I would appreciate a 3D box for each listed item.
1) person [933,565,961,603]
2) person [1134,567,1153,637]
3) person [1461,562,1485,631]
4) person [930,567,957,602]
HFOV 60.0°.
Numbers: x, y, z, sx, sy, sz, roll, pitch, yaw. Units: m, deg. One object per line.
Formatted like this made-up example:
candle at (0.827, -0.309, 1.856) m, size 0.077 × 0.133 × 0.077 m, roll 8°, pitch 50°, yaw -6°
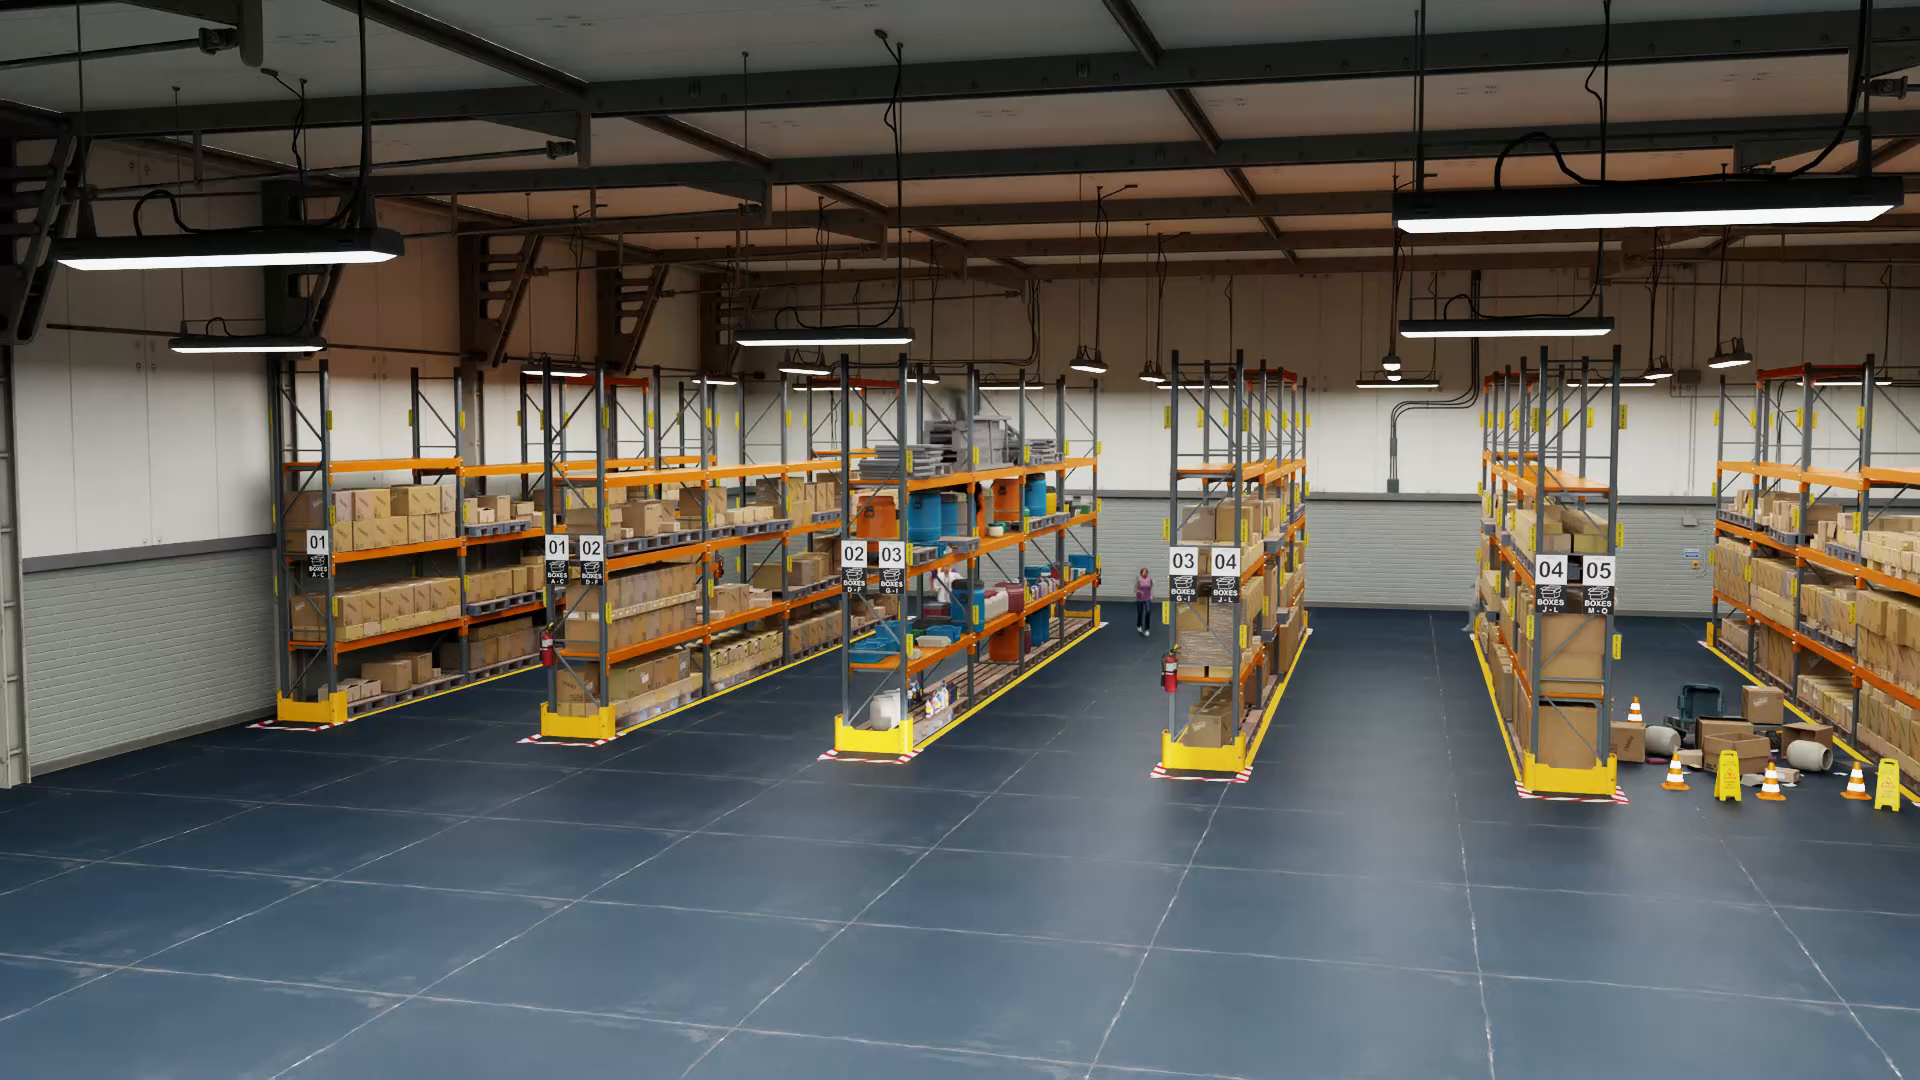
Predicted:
person at (-0.287, 1.381, 38.183) m, size 0.682 × 1.765 × 0.721 m, roll 1°, pitch 4°, yaw 9°
person at (4.269, 1.432, 38.715) m, size 0.471 × 1.632 × 0.821 m, roll 0°, pitch 4°, yaw 0°
person at (12.254, 1.309, 39.120) m, size 0.909 × 1.748 × 0.746 m, roll 2°, pitch 4°, yaw 22°
person at (-0.390, 1.232, 40.462) m, size 0.689 × 1.719 × 0.651 m, roll 0°, pitch 4°, yaw 0°
